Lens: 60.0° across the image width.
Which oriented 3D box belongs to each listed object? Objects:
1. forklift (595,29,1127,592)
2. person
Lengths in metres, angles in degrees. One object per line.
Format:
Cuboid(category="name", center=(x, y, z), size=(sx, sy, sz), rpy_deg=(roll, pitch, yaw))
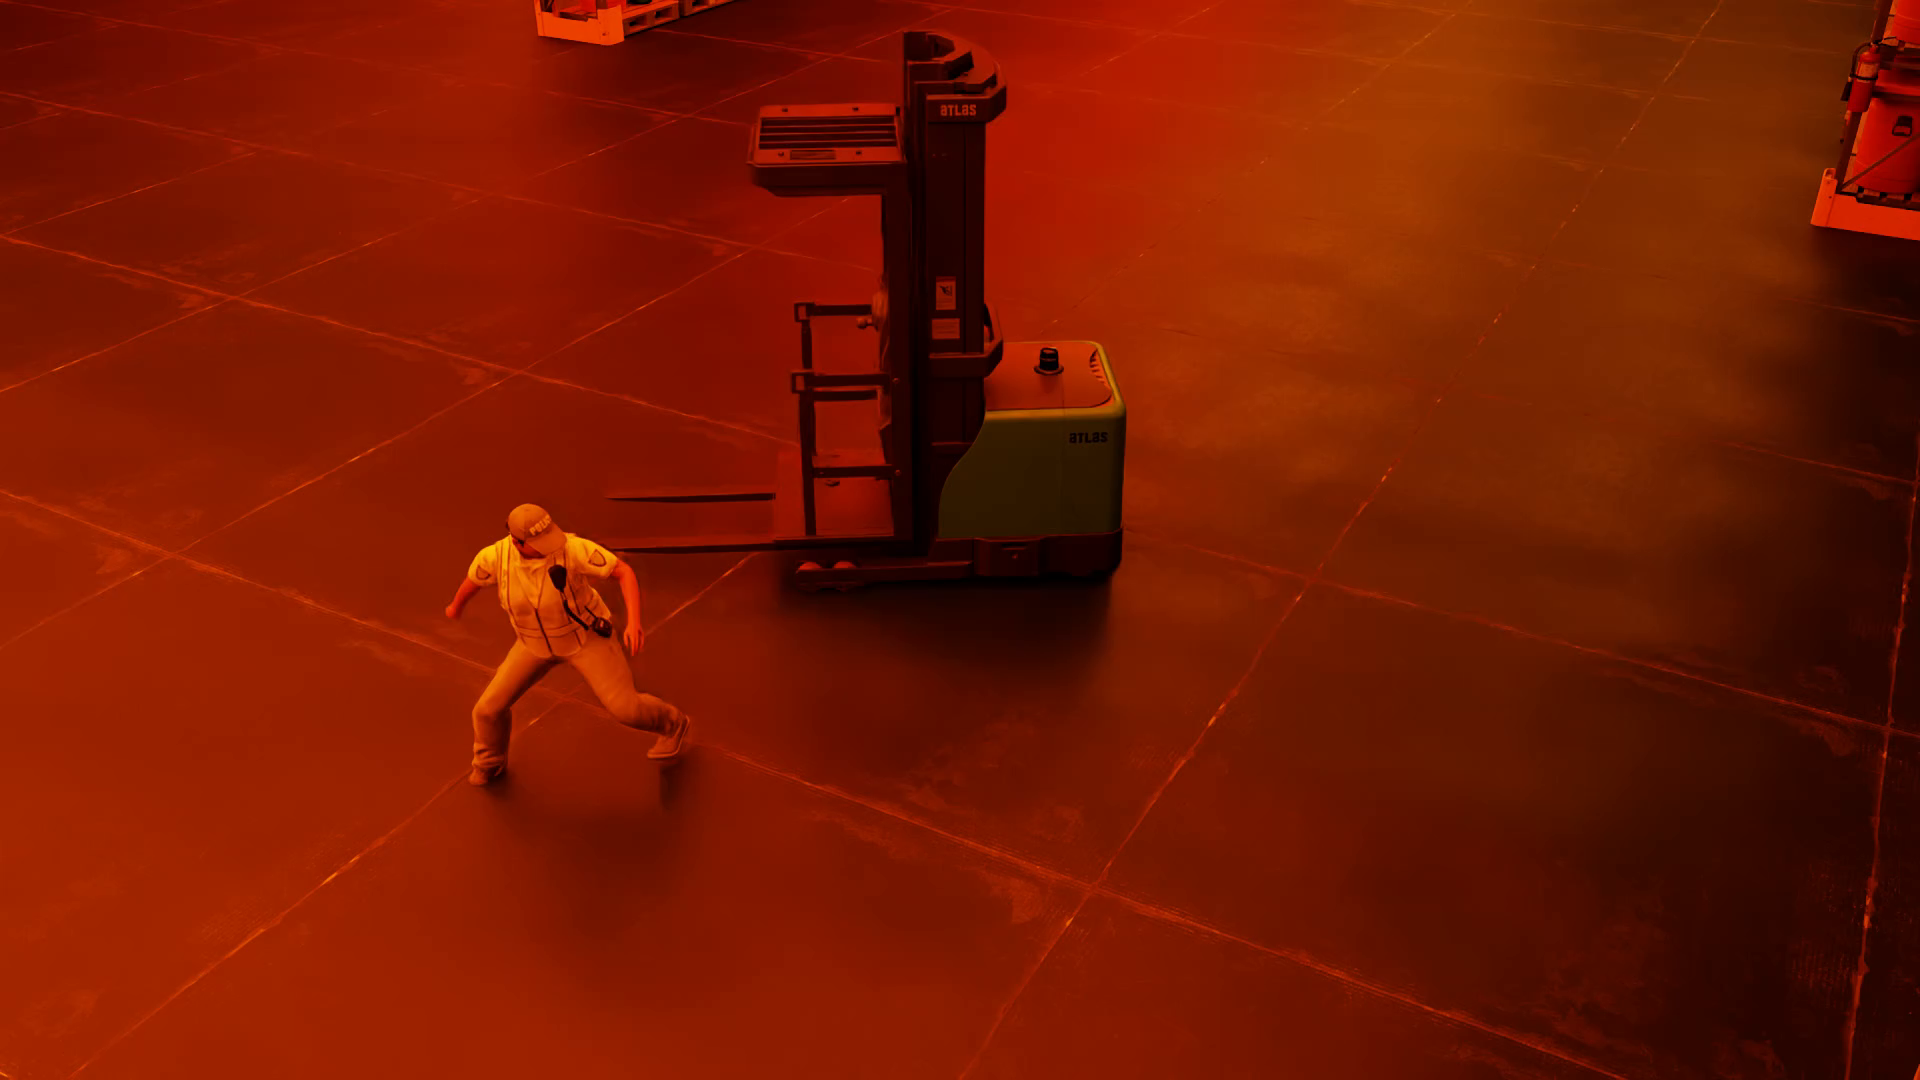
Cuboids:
Cuboid(category="forklift", center=(-0.609, -1.247, 9.232), size=(3.031, 2.935, 1.130), rpy_deg=(-2, 30, -3))
Cuboid(category="person", center=(-1.910, 0.492, 7.737), size=(1.125, 1.593, 0.526), rpy_deg=(4, 30, 7))
